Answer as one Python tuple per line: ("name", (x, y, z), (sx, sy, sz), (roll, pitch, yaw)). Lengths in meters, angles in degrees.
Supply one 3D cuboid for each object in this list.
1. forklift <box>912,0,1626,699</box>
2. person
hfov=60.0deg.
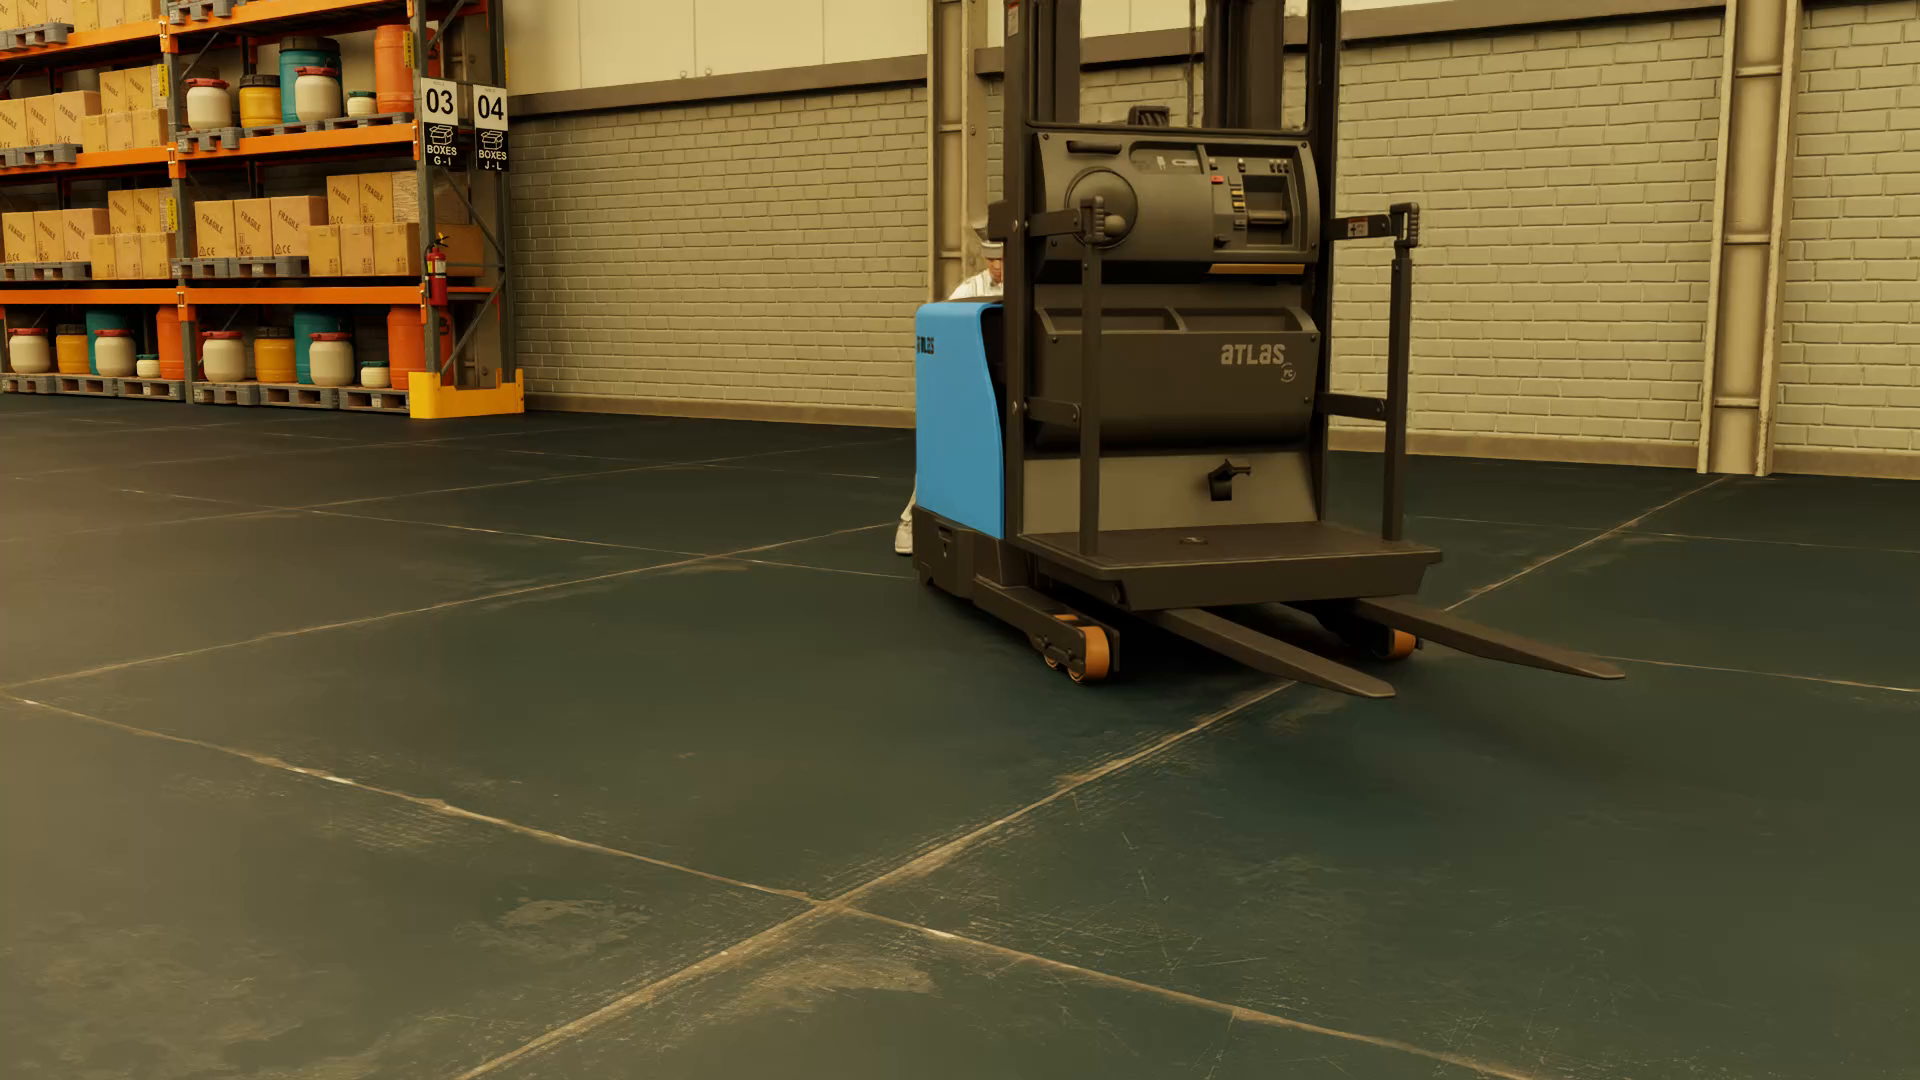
("forklift", (0.754, -1.107, 4.975), (1.130, 2.935, 3.031), (-3, 8, -18))
("person", (0.210, -0.668, 7.169), (0.990, 1.445, 0.691), (1, 8, 7))
